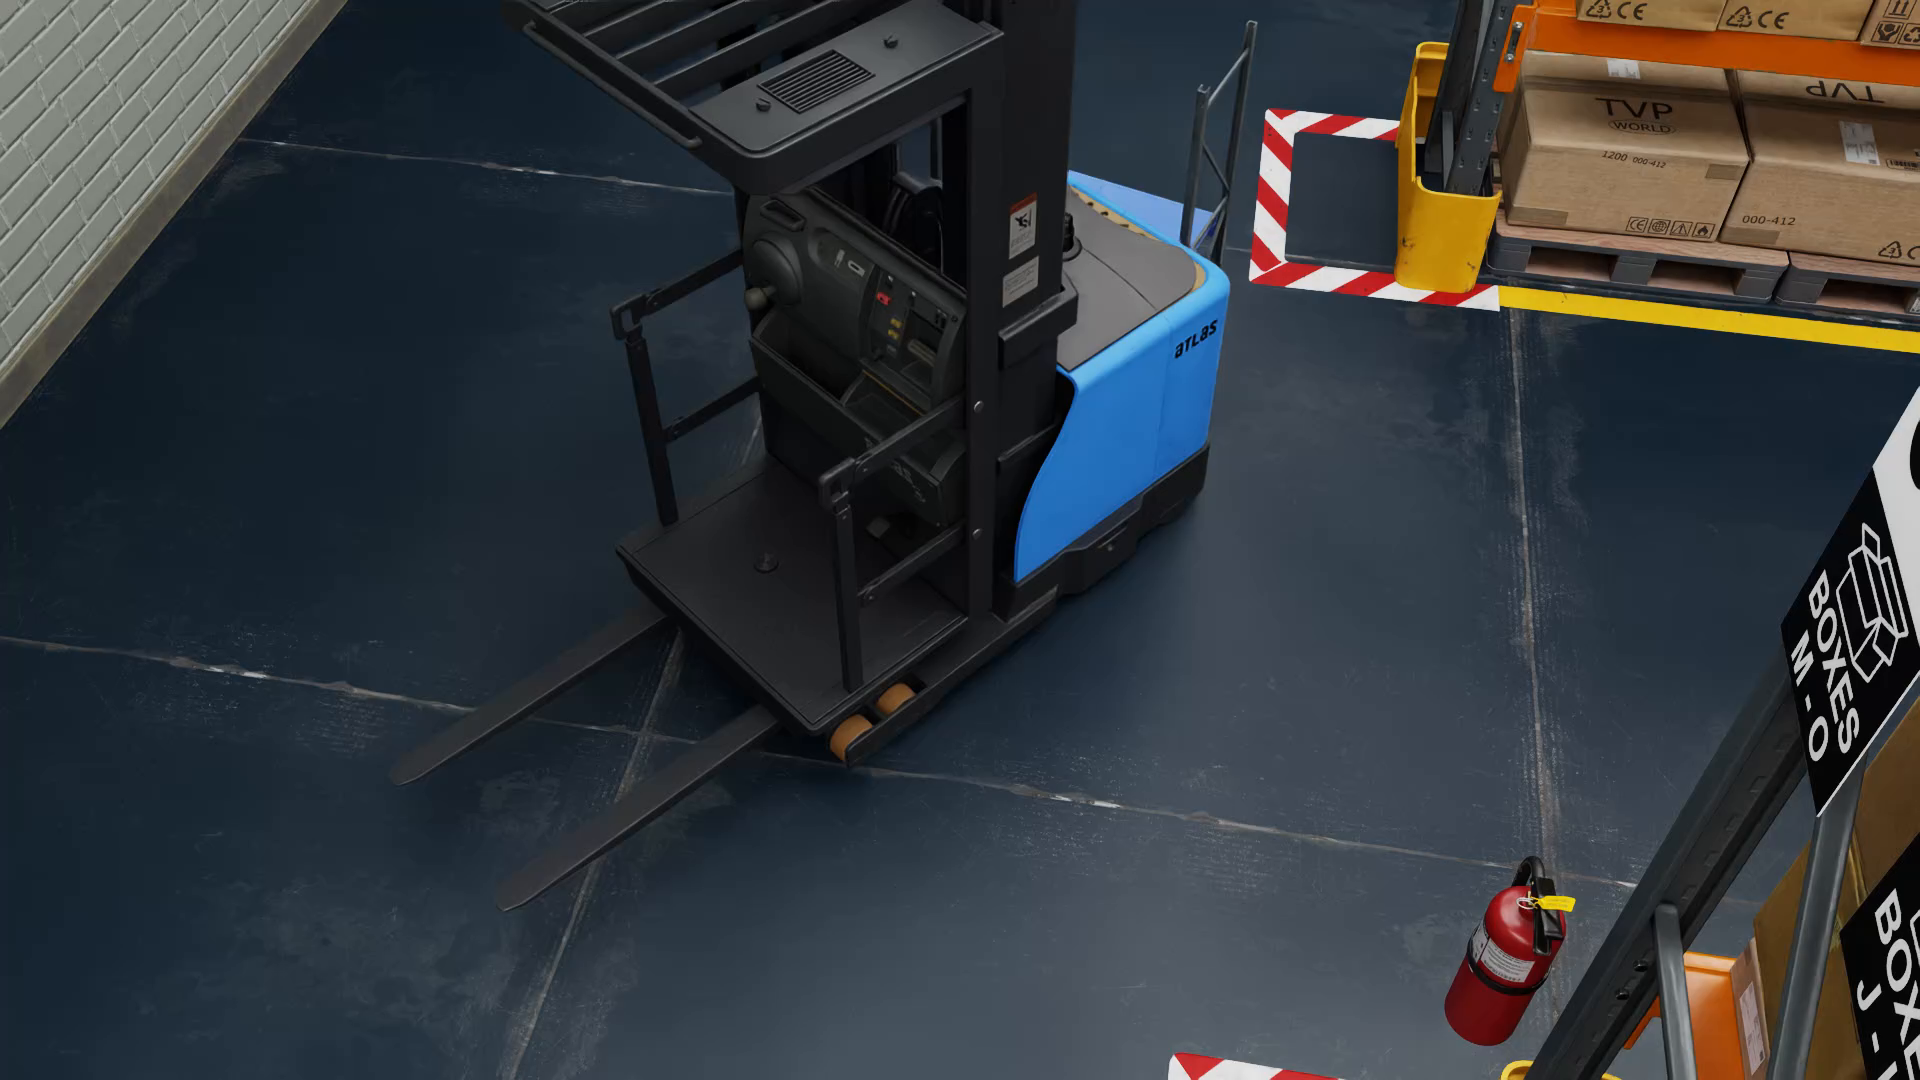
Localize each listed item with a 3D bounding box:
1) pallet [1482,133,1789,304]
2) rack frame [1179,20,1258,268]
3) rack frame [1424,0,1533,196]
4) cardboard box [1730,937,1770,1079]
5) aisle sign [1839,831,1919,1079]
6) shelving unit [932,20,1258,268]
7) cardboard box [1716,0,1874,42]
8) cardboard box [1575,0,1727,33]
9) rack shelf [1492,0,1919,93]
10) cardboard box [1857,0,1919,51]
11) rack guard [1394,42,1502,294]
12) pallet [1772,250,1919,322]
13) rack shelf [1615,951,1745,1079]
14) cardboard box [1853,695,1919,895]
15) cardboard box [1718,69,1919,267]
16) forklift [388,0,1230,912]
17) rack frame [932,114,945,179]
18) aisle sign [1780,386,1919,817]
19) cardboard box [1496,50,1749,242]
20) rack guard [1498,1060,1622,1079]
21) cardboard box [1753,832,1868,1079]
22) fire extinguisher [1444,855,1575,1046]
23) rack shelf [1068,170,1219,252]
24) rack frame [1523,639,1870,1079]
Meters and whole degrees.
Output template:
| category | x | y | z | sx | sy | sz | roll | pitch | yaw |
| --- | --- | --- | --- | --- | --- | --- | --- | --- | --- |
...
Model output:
| category | x | y | z | sx | sy | sz | roll | pitch | yaw |
| --- | --- | --- | --- | --- | --- | --- | --- | --- | --- |
| pallet | 2.988 | -1.529 | 7.482 | 1.213 | 0.211 | 1.003 | 8 | 49 | 7 |
| rack frame | 0.925 | -1.169 | 6.292 | 0.032 | 1.500 | 0.500 | 21 | 51 | 18 |
| rack frame | 2.188 | -2.509 | 6.488 | 0.127 | 3.000 | 1.000 | 8 | 49 | 7 |
| cardboard box | 1.778 | 1.048 | 3.461 | 0.250 | 0.149 | 0.380 | 8 | 49 | 7 |
| aisle sign | 1.281 | 0.468 | 2.065 | 0.004 | 0.787 | 0.394 | 8 | 49 | 7 |
| shelving unit | 0.473 | -1.342 | 6.447 | 1.048 | 1.500 | 0.538 | 21 | 51 | 18 |
| cardboard box | 3.112 | -2.222 | 6.163 | 0.500 | 0.500 | 0.500 | 7 | 48 | 6 |
| cardboard box | 2.609 | -2.269 | 6.205 | 0.500 | 0.500 | 0.500 | 7 | 48 | 7 |
| rack shelf | 4.156 | -2.004 | 6.518 | 4.000 | 0.370 | 1.077 | 8 | 49 | 7 |
| cardboard box | 3.609 | -2.142 | 6.091 | 0.500 | 0.500 | 0.500 | 7 | 48 | 7 |
| rack guard | 2.164 | -1.677 | 7.421 | 0.348 | 0.500 | 1.175 | 8 | 49 | 7 |
| pallet | 4.185 | -1.366 | 7.335 | 1.213 | 0.211 | 1.003 | 8 | 49 | 7 |
| rack shelf | 3.375 | 1.632 | 3.250 | 4.000 | 0.370 | 1.077 | 8 | 49 | 7 |
| cardboard box | 1.901 | 0.539 | 2.810 | 0.500 | 0.500 | 0.500 | 7 | 48 | 6 |
| cardboard box | 3.757 | -1.664 | 7.169 | 0.875 | 0.438 | 0.875 | 9 | 49 | 8 |
| forklift | -0.486 | -0.672 | 4.883 | 3.031 | 2.935 | 1.130 | -35 | 57 | -27 |
| rack frame | 0.021 | -1.515 | 6.603 | 0.032 | 1.500 | 0.500 | 21 | 51 | 18 |
| aisle sign | 1.388 | 0.029 | 2.459 | 0.004 | 0.787 | 0.394 | 8 | 49 | 7 |
| cardboard box | 2.855 | -1.779 | 7.272 | 0.875 | 0.438 | 0.875 | 6 | 48 | 6 |
| rack guard | 1.481 | 1.973 | 4.141 | 0.348 | 0.500 | 1.175 | 8 | 49 | 7 |
| cardboard box | 1.895 | 0.866 | 3.188 | 0.500 | 0.500 | 0.500 | 9 | 49 | 8 |
| fire extinguisher | 1.241 | 0.907 | 3.721 | 0.183 | 0.674 | 0.296 | 8 | 49 | 7 |
| rack shelf | 0.473 | -1.222 | 6.581 | 1.000 | 0.185 | 0.538 | 21 | 51 | 18 |
| rack frame | 1.406 | 1.130 | 3.218 | 0.053 | 2.616 | 0.949 | 8 | 49 | 7 |
